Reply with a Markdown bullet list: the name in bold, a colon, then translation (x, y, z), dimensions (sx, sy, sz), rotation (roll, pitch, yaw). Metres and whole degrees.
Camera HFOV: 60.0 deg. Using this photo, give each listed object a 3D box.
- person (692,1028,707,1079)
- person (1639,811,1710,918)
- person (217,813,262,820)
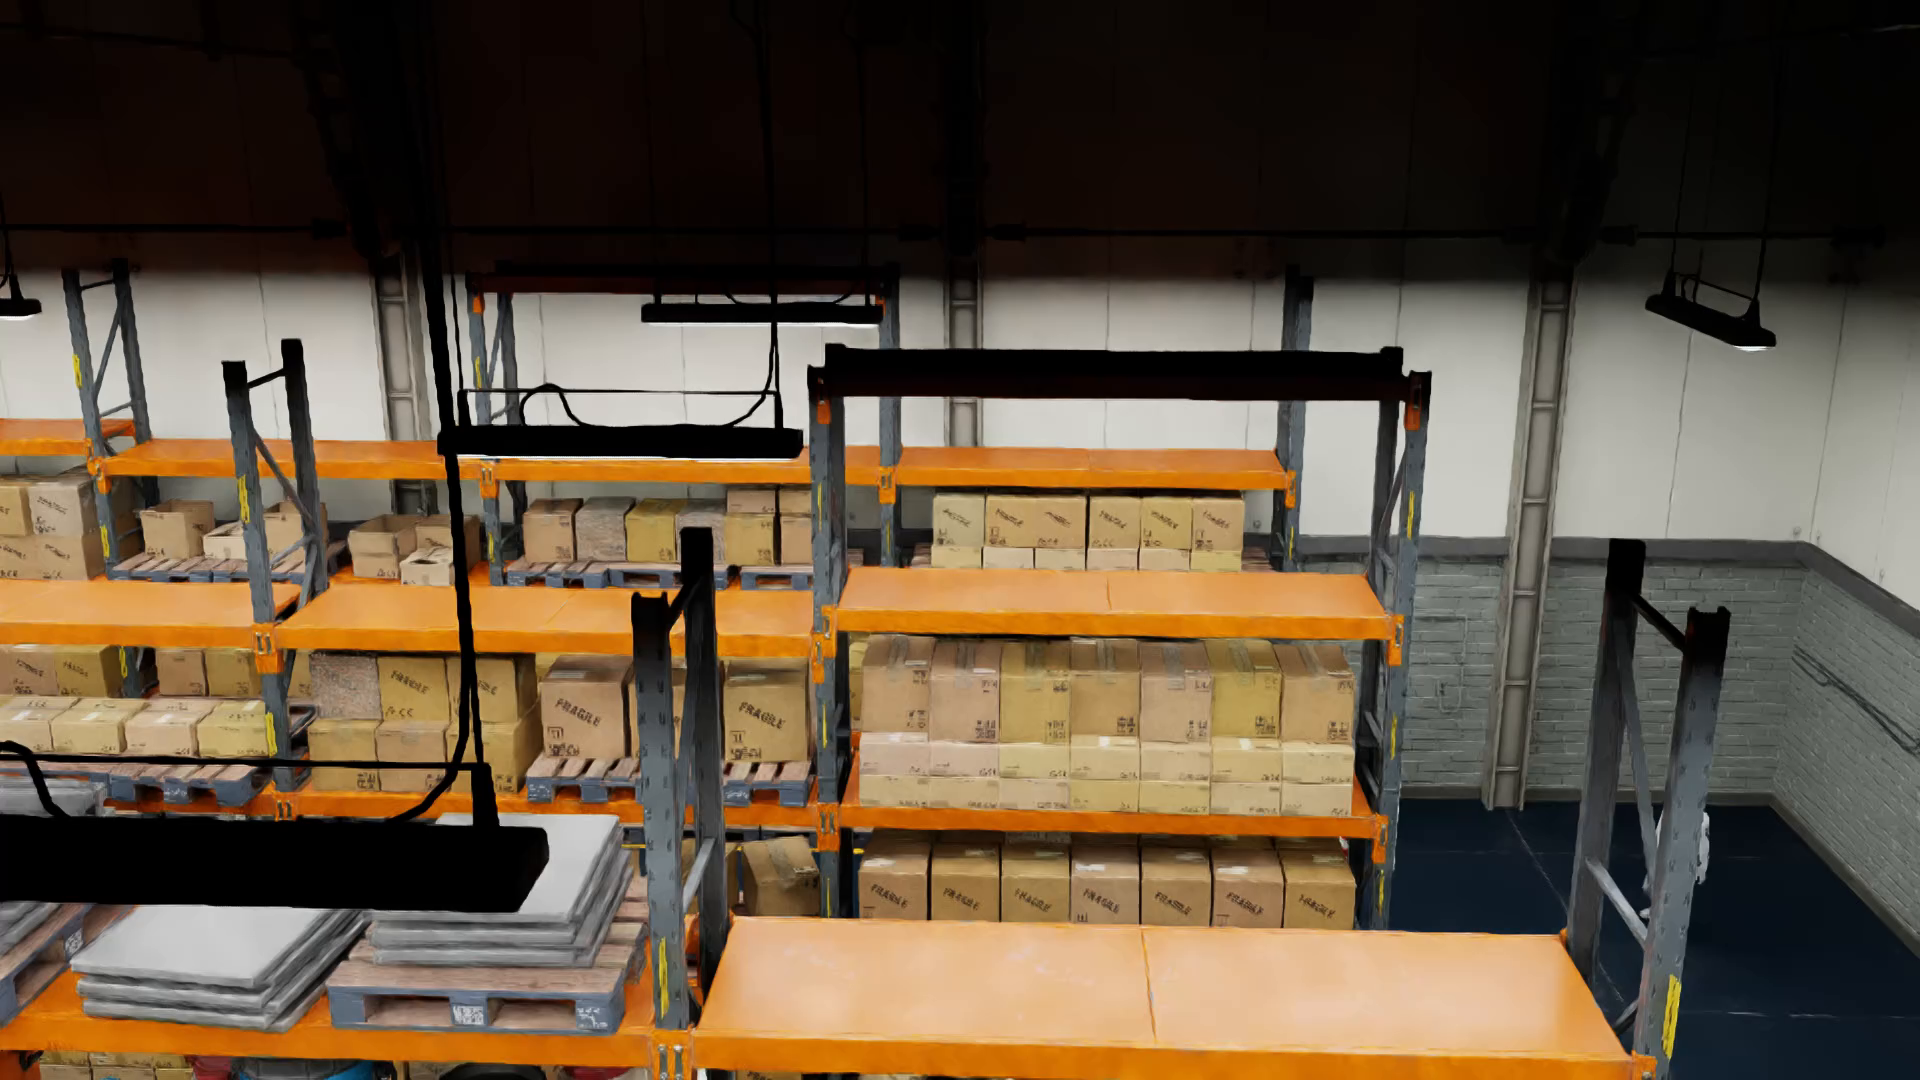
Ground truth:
- **person**: translation (-1.815, 4.088, 11.411), dimensions (1.105, 1.695, 0.546), rotation (0, 16, 1)
- **person**: translation (6.657, 2.946, 15.481), dimensions (0.497, 1.660, 0.637), rotation (-12, 20, -36)
- **person**: translation (-7.210, 2.640, 16.598), dimensions (0.811, 1.608, 0.630), rotation (-4, 17, -14)
